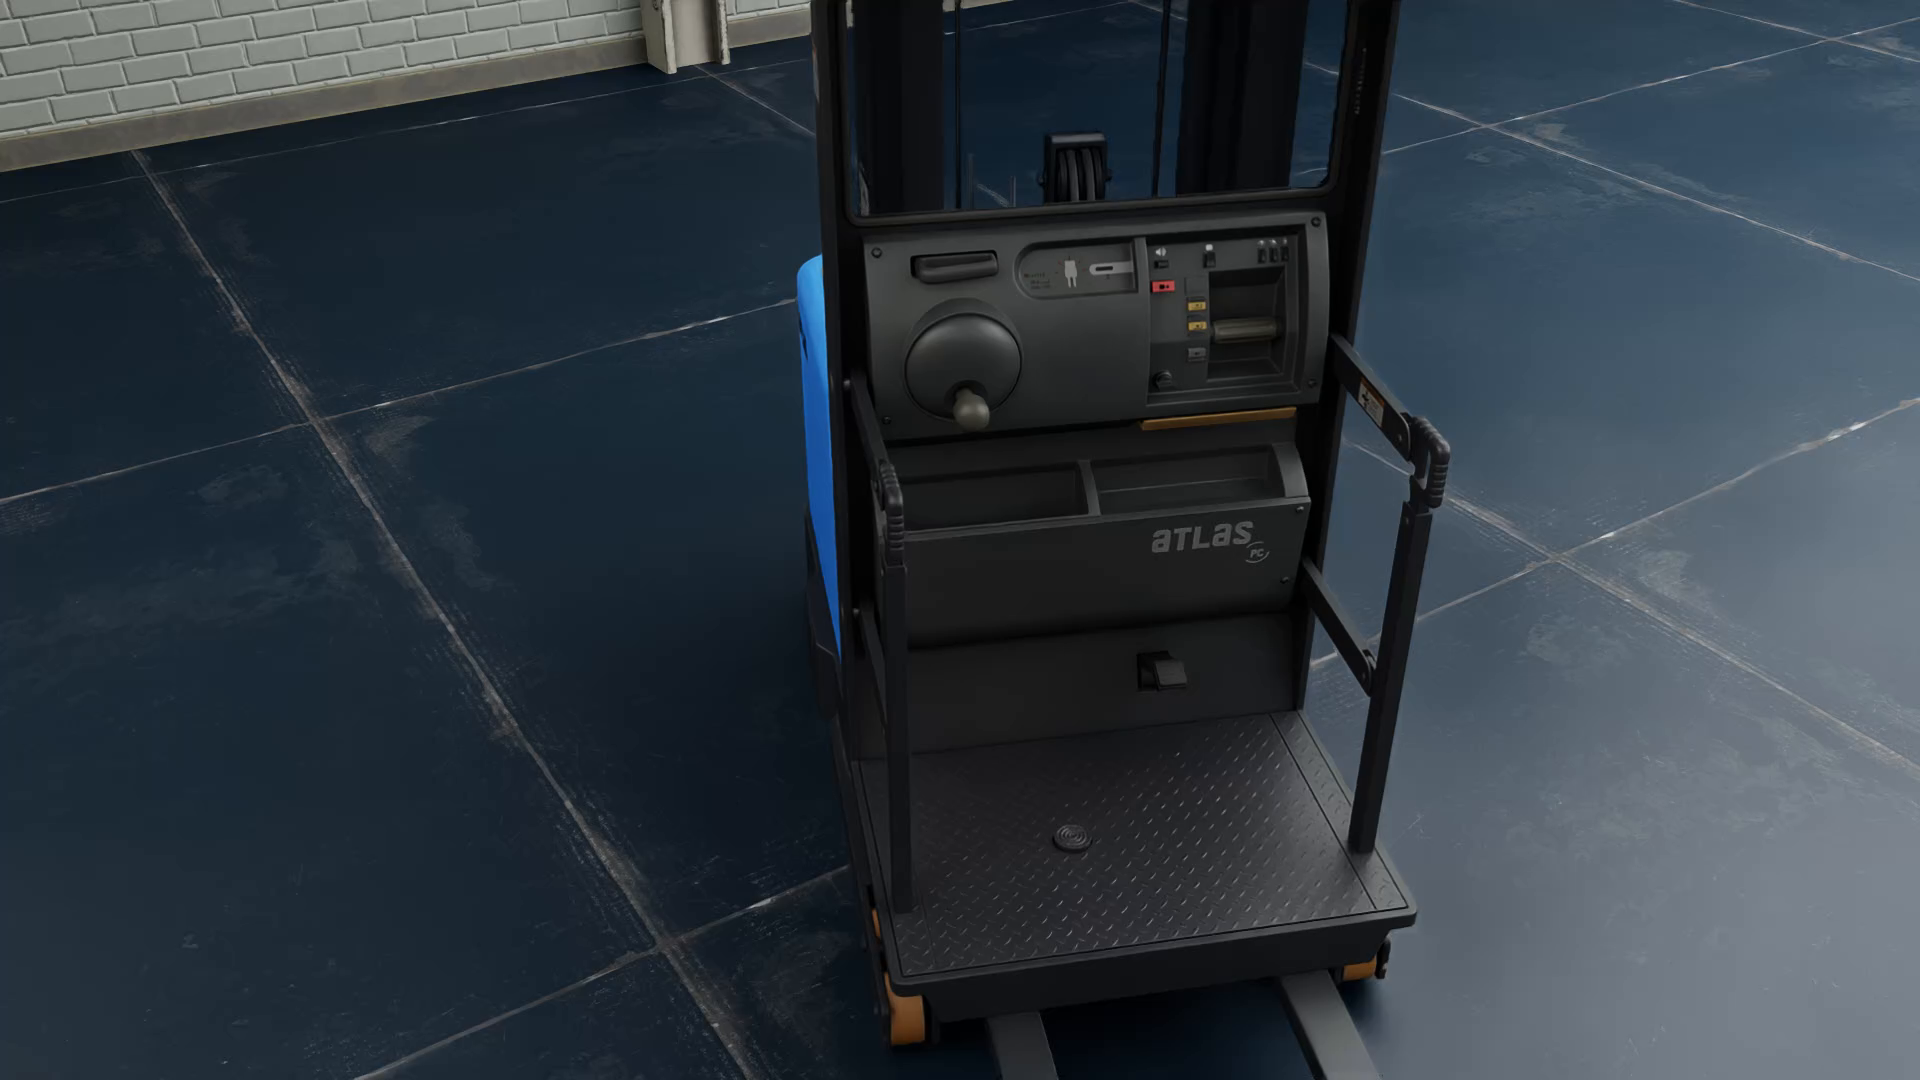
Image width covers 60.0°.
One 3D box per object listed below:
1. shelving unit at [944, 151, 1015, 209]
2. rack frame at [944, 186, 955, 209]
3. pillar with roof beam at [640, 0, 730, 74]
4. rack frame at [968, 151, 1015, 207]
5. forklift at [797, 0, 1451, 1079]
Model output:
[{"bbox_3d":[0.010,-0.527,4.961,0.189,1.200,0.258,-18,36,-26],"label":"shelving unit"},{"bbox_3d":[-0.068,-0.502,4.921,0.006,1.200,0.240,-18,36,-26],"label":"rack frame"},{"bbox_3d":[0.756,-4.649,4.186,0.400,9.000,9.100,-19,37,-27],"label":"pillar with roof beam"},{"bbox_3d":[0.088,-0.553,5.002,0.006,1.200,0.240,-18,36,-26],"label":"rack frame"},{"bbox_3d":[0.319,-0.377,3.101,1.130,2.935,3.031,-6,33,-9],"label":"forklift"}]
